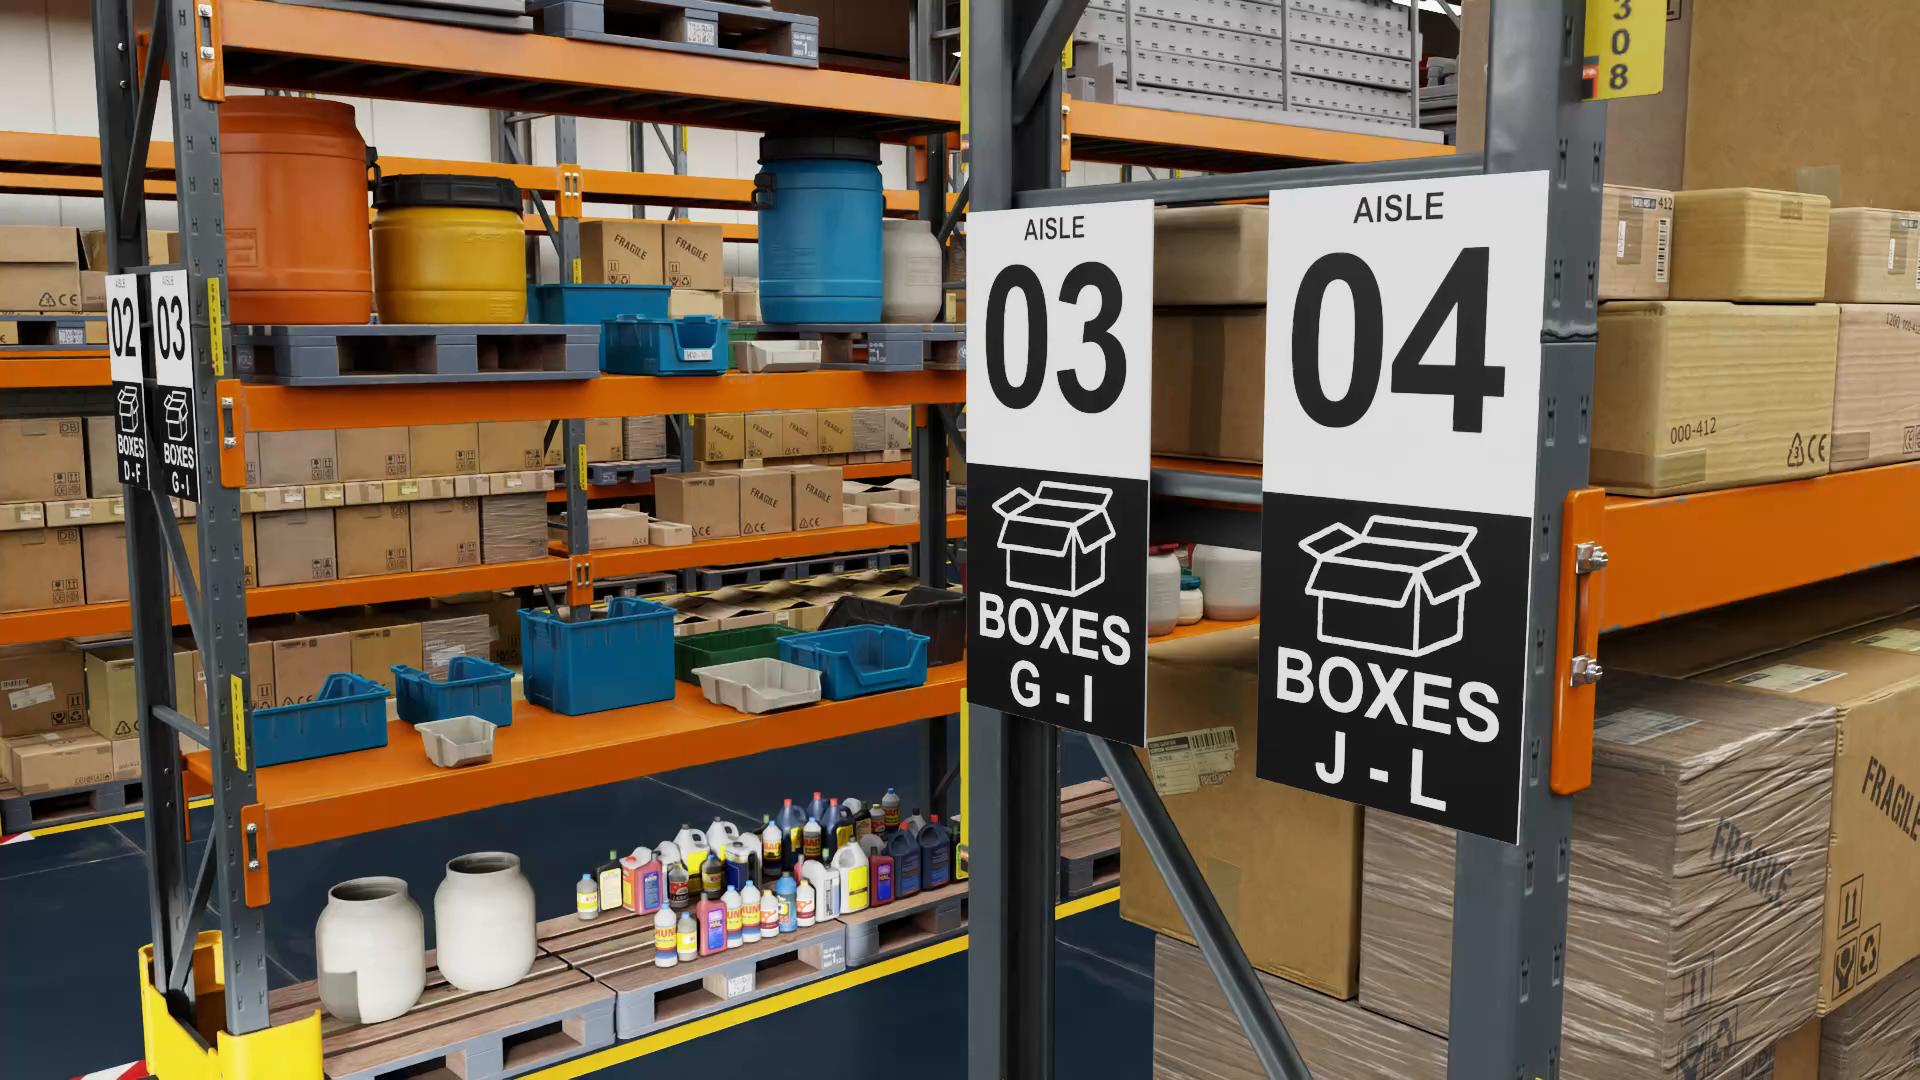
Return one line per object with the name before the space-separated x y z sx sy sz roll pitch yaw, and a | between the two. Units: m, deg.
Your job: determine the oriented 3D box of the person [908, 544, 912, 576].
person | -0.348 -0.022 16.924 0.341 1.679 0.436 -6 10 -41
